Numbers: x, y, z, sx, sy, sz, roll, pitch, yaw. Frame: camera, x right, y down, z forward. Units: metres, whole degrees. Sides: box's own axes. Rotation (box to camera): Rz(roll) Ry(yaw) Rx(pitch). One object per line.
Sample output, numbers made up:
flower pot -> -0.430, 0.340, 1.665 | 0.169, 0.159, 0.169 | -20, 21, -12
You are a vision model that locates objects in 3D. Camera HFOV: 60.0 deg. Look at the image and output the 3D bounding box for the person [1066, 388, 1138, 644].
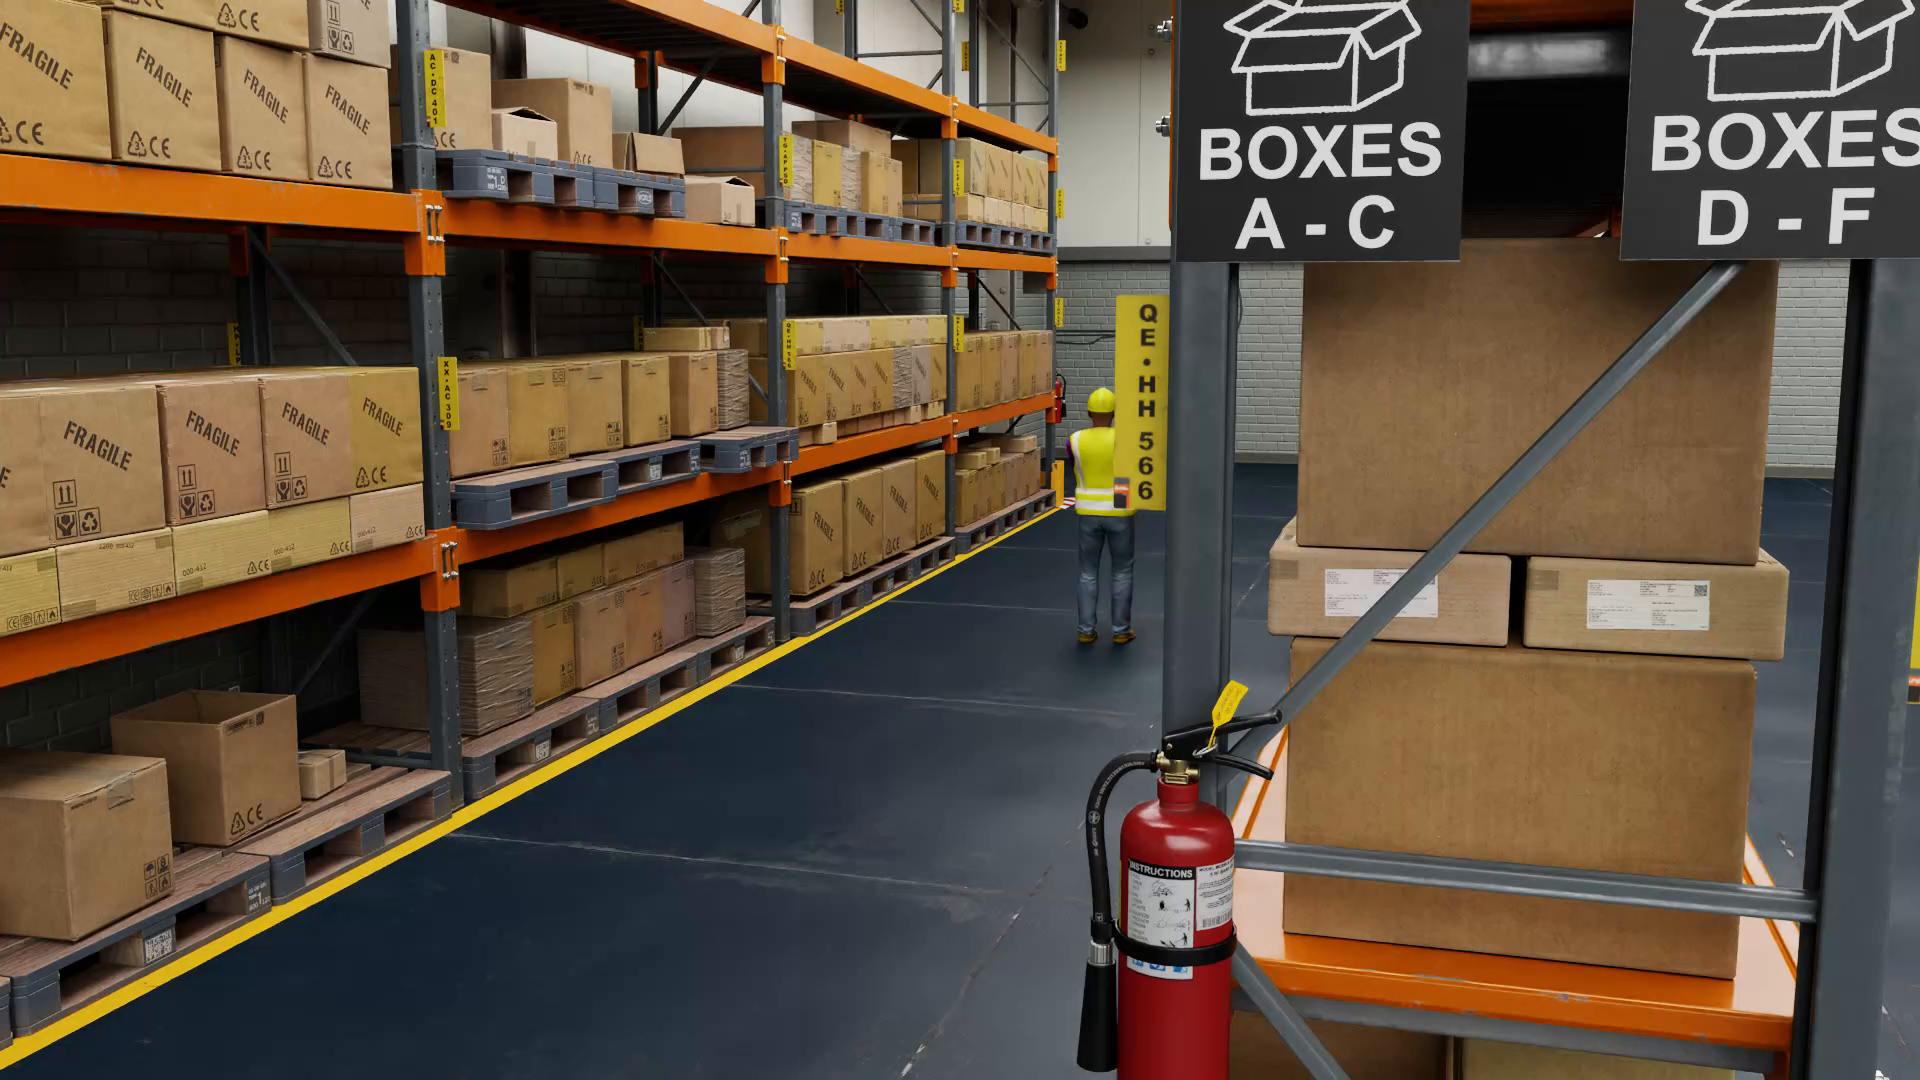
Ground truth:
person -> 1.016, -0.179, 11.504 | 0.503, 1.760, 0.577 | 3, 9, 17
